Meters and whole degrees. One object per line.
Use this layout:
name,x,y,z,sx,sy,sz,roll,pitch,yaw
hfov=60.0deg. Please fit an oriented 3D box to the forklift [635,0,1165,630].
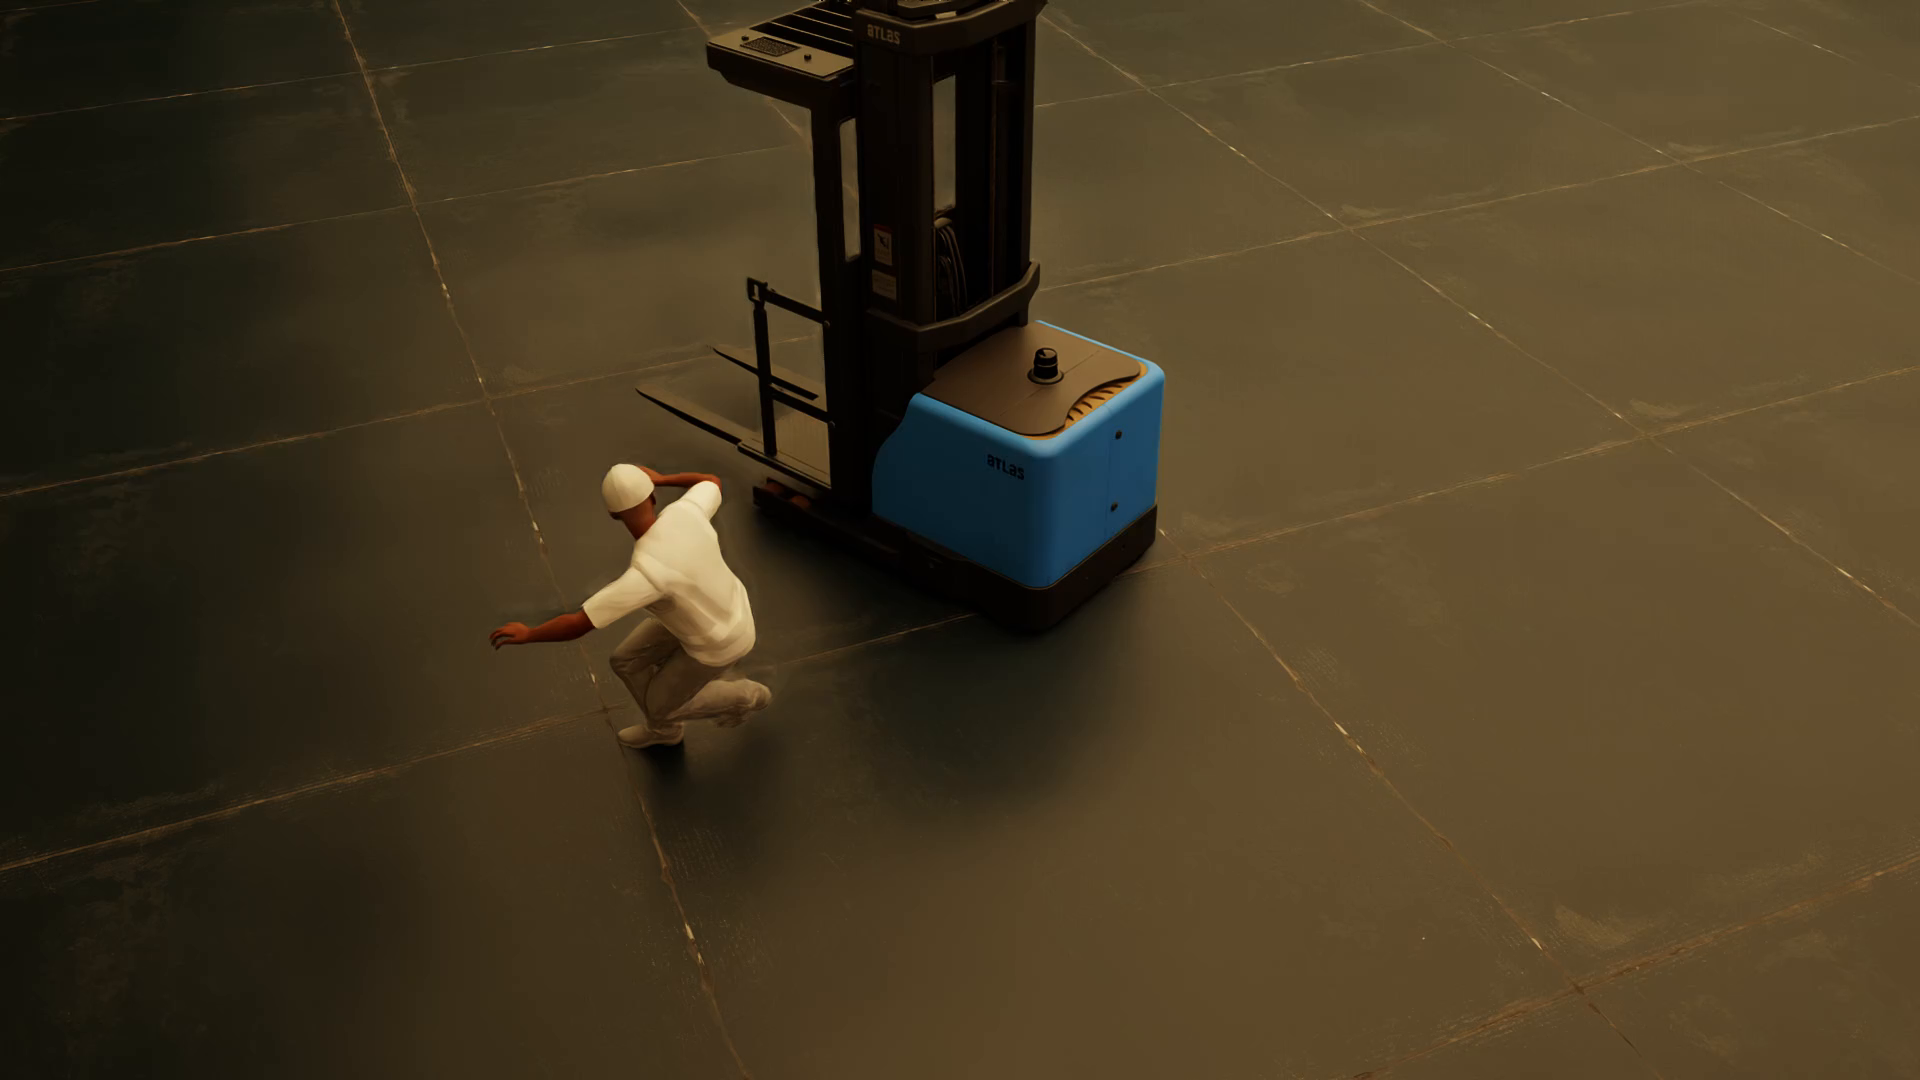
forklift,-0.465,-1.473,8.171,3.031,2.935,1.130,25,43,31

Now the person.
person,-1.378,0.288,6.956,1.103,1.482,0.850,-5,36,-7
